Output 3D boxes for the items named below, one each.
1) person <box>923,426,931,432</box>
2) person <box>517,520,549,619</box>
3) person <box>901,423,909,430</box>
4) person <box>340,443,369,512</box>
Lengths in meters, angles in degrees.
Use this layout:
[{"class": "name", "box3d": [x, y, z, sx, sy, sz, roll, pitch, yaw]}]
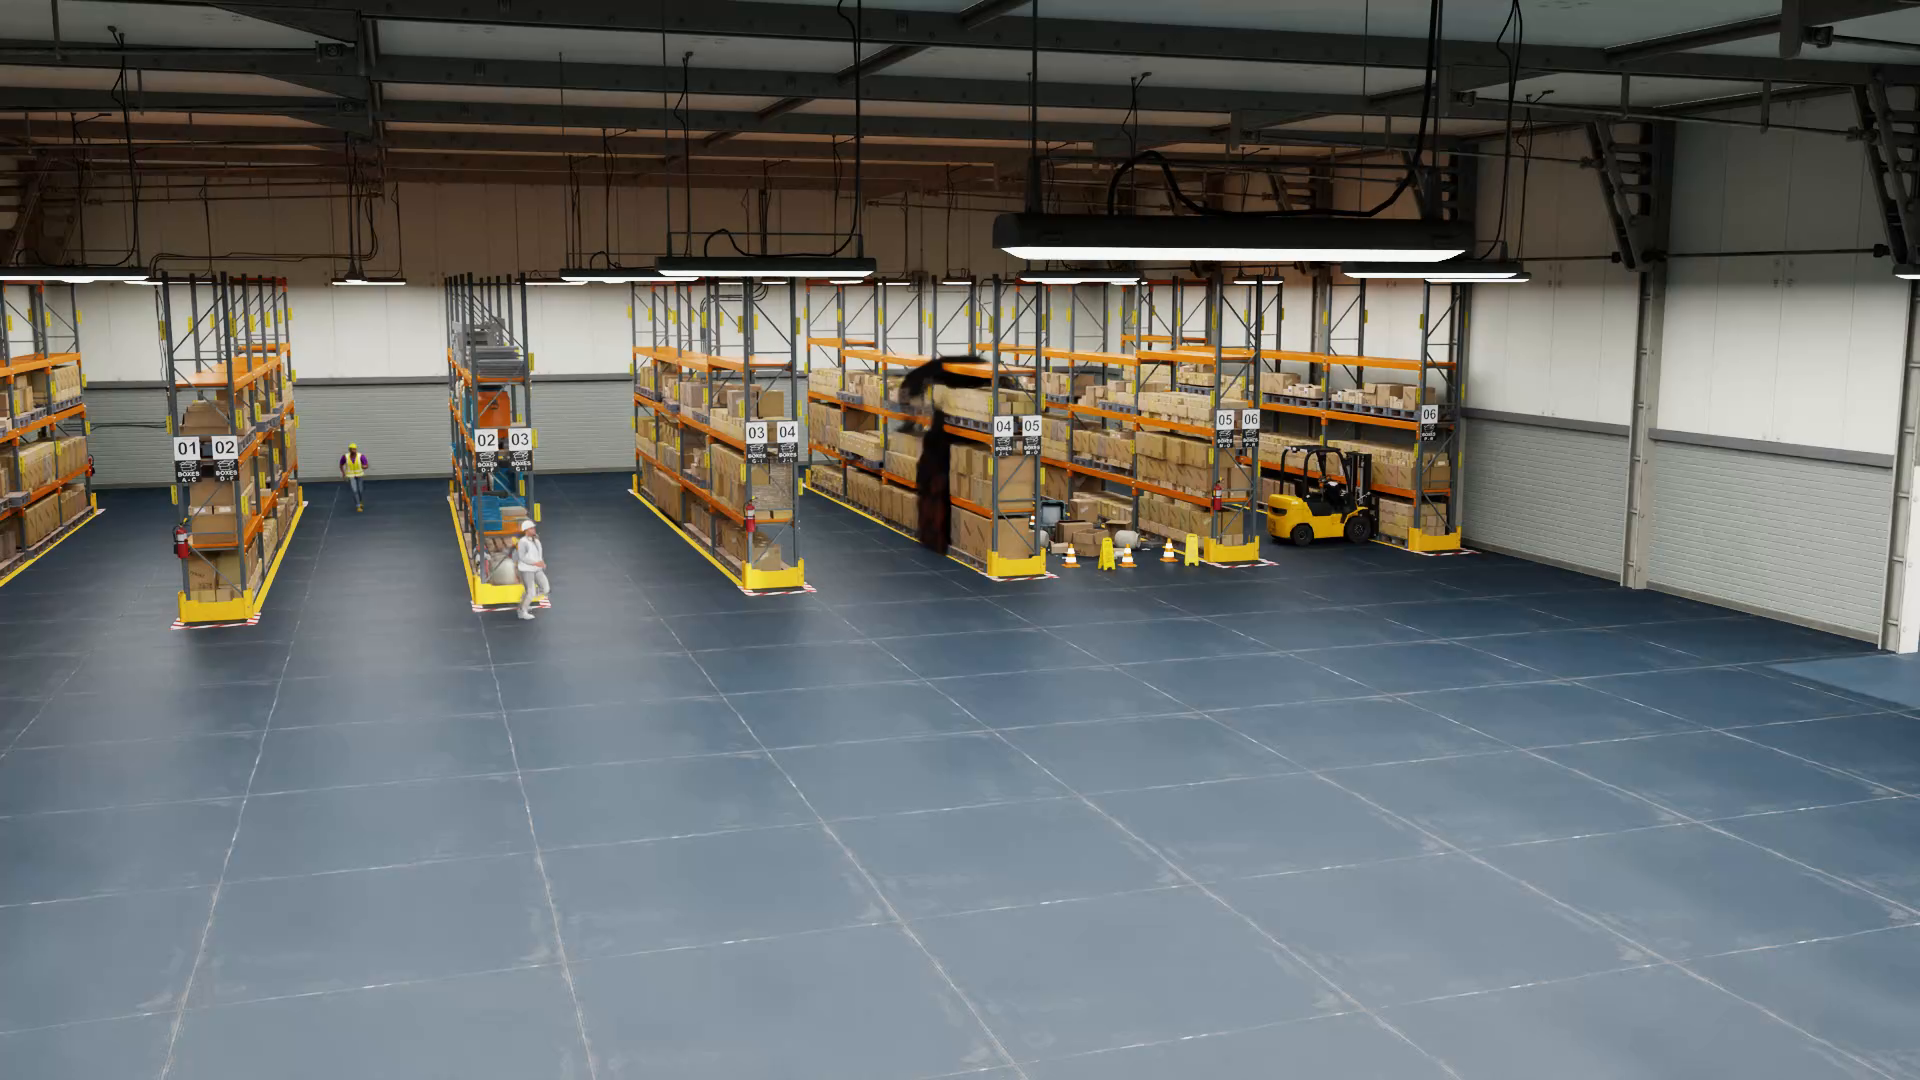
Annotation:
[{"class": "person", "box3d": [-1.068, -2.995, 52.527, 0.720, 1.627, 0.556, -7, 11, -40]}, {"class": "person", "box3d": [-7.434, 0.484, 28.989, 0.645, 1.674, 0.688, 3, 9, 20]}, {"class": "person", "box3d": [-1.650, -2.701, 50.483, 0.791, 1.691, 0.578, -4, 10, -26]}, {"class": "person", "box3d": [-15.686, -1.625, 43.107, 0.695, 1.781, 0.868, -4, 9, -25]}]
